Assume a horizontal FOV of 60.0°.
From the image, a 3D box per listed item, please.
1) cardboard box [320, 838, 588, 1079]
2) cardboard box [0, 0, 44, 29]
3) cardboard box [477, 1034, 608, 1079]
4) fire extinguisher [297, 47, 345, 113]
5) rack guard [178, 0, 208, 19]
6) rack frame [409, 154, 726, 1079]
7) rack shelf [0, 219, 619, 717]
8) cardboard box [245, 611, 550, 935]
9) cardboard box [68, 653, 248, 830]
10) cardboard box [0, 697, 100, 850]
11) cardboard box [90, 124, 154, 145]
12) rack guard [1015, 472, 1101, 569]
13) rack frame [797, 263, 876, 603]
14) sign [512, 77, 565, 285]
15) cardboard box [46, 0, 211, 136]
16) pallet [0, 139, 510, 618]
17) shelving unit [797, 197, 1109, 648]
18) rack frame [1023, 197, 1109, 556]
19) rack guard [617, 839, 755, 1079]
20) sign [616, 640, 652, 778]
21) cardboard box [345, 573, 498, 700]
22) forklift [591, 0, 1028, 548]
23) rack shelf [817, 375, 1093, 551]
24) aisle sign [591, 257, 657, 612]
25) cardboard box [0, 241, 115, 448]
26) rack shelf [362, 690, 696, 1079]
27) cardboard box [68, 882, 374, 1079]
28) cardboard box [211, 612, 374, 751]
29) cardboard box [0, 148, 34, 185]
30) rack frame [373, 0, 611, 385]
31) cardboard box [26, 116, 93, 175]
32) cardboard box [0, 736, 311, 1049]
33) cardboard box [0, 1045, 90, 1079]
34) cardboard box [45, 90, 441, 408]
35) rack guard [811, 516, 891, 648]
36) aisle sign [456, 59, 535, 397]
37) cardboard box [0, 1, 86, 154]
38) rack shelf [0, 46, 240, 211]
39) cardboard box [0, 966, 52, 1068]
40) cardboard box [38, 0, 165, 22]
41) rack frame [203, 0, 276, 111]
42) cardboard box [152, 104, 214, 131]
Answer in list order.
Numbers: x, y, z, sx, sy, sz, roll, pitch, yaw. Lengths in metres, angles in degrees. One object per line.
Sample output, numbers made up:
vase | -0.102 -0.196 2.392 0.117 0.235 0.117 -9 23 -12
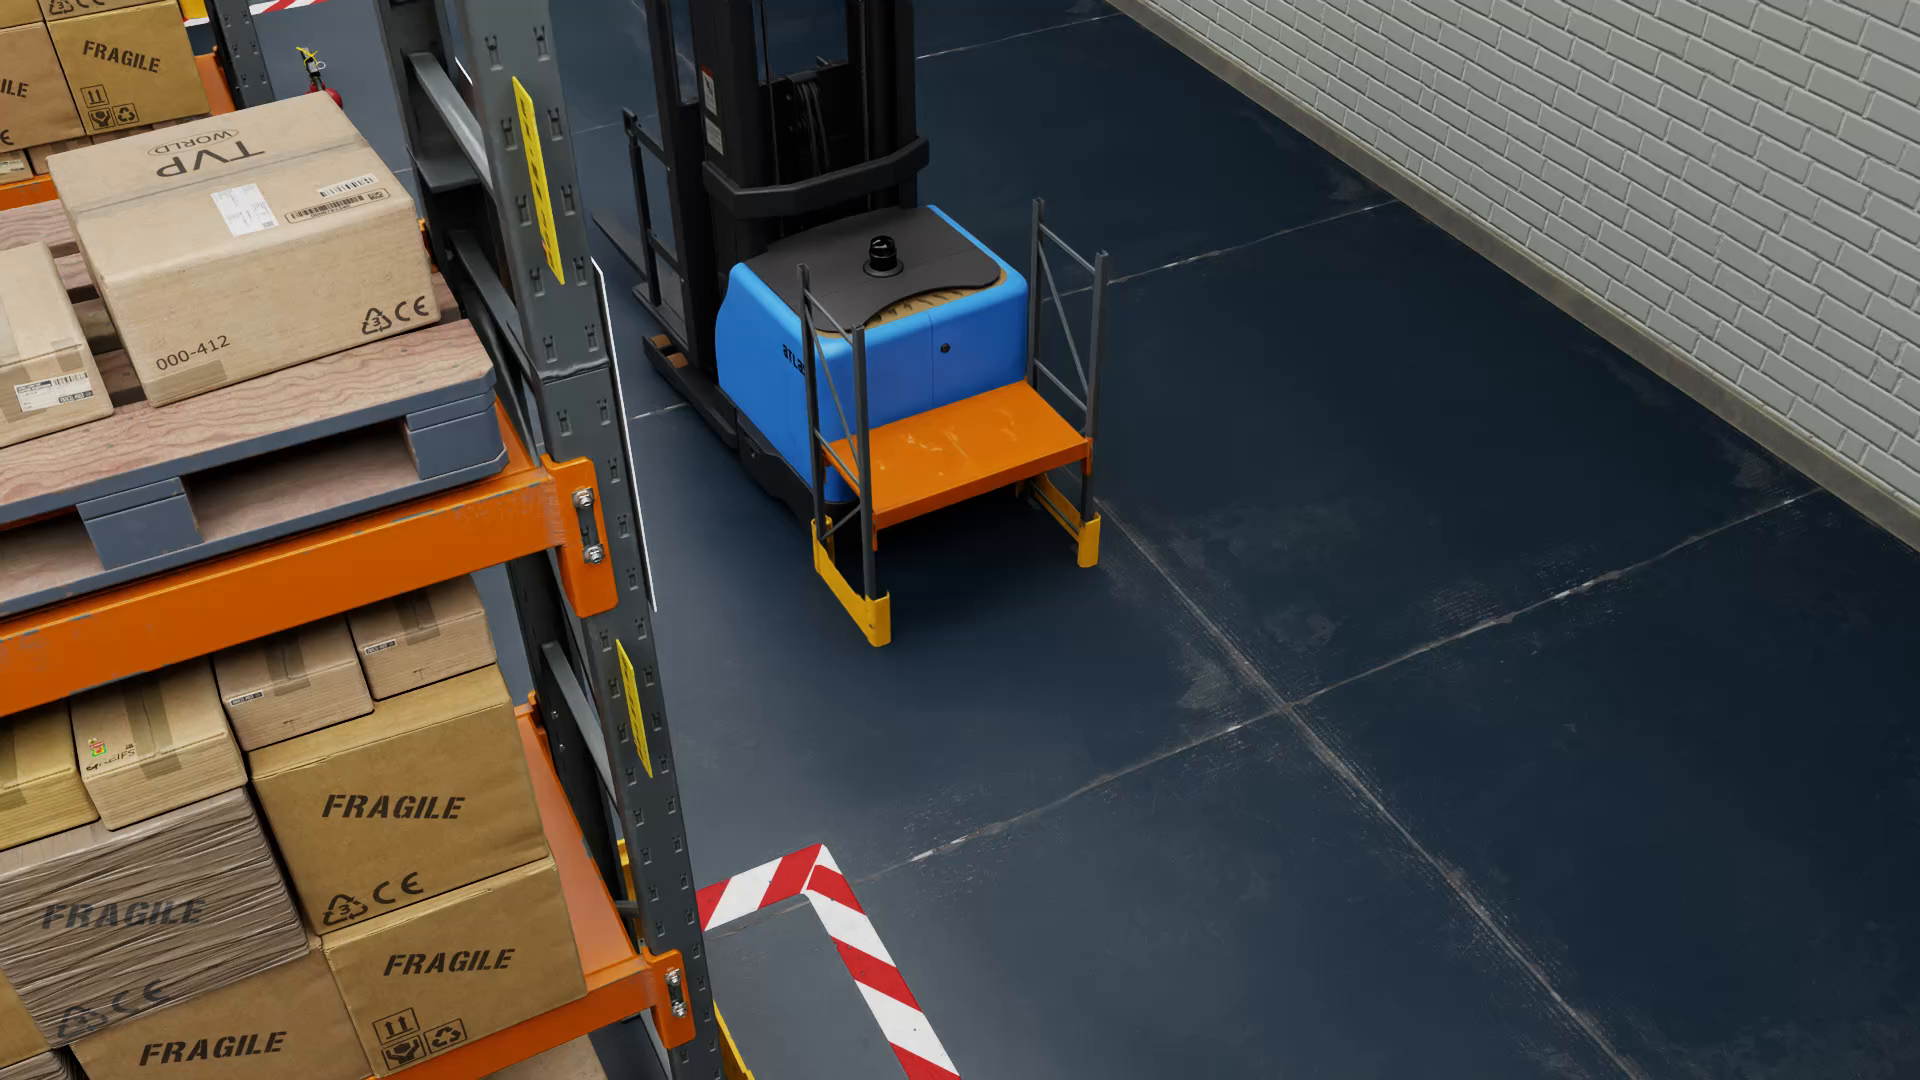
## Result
cardboard box | -1.217 0.825 3.877 0.500 0.500 0.500 -18 44 -20
cardboard box | -4.028 -2.342 6.614 0.500 0.500 0.500 -20 44 -22
cardboard box | -1.451 1.639 4.650 0.875 0.438 0.875 -20 44 -22
fire extinguisher | -2.851 -1.878 7.495 0.183 0.674 0.296 -19 44 -21
rack guard | -5.468 -4.164 11.783 0.348 0.500 1.175 -19 44 -21
rack frame | -0.912 0.567 4.258 0.127 3.000 1.000 -19 44 -21
rack shelf | -2.685 0.294 2.816 4.000 0.370 1.077 -19 44 -21
cardboard box | -1.229 0.428 3.572 0.500 0.500 0.500 -17 43 -19
cardboard box | -1.541 0.337 3.177 0.250 0.149 0.380 -19 44 -21
cardboard box | -1.784 0.388 3.116 0.250 0.149 0.380 -18 43 -20
cardboard box | -3.684 -1.831 7.286 0.250 0.149 0.380 -19 44 -21
rack guard | 0.419 -0.147 7.230 0.087 0.250 0.587 -20 44 -22
rack frame | -0.468 -0.304 6.449 0.032 1.500 0.500 -20 44 -22
sign | -0.673 -0.570 2.656 0.005 0.325 0.100 -19 44 -21
cardboard box | -3.567 -2.109 7.112 0.500 0.500 0.500 -18 43 -20
pallet | -1.565 -0.316 3.049 1.213 0.211 1.003 -19 44 -21
shelving unit | -0.016 -0.467 6.641 1.083 1.500 0.587 -20 44 -22
rack frame | 0.420 -0.624 6.827 0.032 1.500 0.500 -20 44 -22
rack guard | -0.890 1.514 5.074 0.348 0.500 1.175 -19 44 -21
sign | -0.673 0.350 3.435 0.005 0.325 0.100 -19 44 -21
cardboard box | -1.137 0.122 3.431 0.250 0.149 0.380 -18 43 -20
forklift | -0.910 -2.012 7.359 1.130 2.935 3.031 -22 45 -24
rack shelf | -0.024 -0.327 6.754 1.000 0.185 0.538 -20 44 -22
aisle sign | -0.705 -0.269 3.234 0.004 0.787 0.394 -19 44 -21
cardboard box | -1.604 -0.323 2.781 0.250 0.149 0.380 -22 45 -24
rack shelf | -2.685 1.439 3.785 4.000 0.370 1.077 -19 44 -21
cardboard box | -1.669 0.966 3.710 0.500 0.500 0.500 -20 44 -22
cardboard box | -1.351 0.211 3.325 0.250 0.149 0.380 -18 43 -20
cardboard box | -4.115 -1.658 7.082 0.250 0.149 0.380 -17 43 -20
rack frame | -0.912 -1.722 2.320 0.127 3.000 1.000 -19 44 -21
cardboard box | -3.900 -1.748 7.187 0.250 0.149 0.380 -19 44 -21
cardboard box | -1.679 0.601 3.367 0.500 0.500 0.500 -18 44 -20
cardboard box | -2.121 1.125 3.522 0.500 0.500 0.500 -17 43 -19
cardboard box | -1.269 -0.533 2.950 0.500 0.250 0.500 -23 45 -24
rack guard | -0.451 0.167 6.860 0.087 0.250 0.587 -20 44 -22
aisle sign | -0.982 -0.613 3.640 0.004 0.787 0.394 -19 44 -21
cardboard box | -4.027 -1.958 6.934 0.500 0.500 0.500 -19 44 -21
rack shelf | -5.062 -1.368 7.101 4.000 0.370 1.077 -19 44 -21
cardboard box | -2.119 0.746 3.195 0.500 0.500 0.500 -19 44 -21
cardboard box | -3.579 -2.493 6.792 0.500 0.500 0.500 -19 44 -22
rack frame | -3.288 -2.239 7.573 0.127 3.000 1.000 -19 44 -21
cardboard box | -3.446 -1.884 7.348 0.250 0.149 0.380 -19 44 -21
